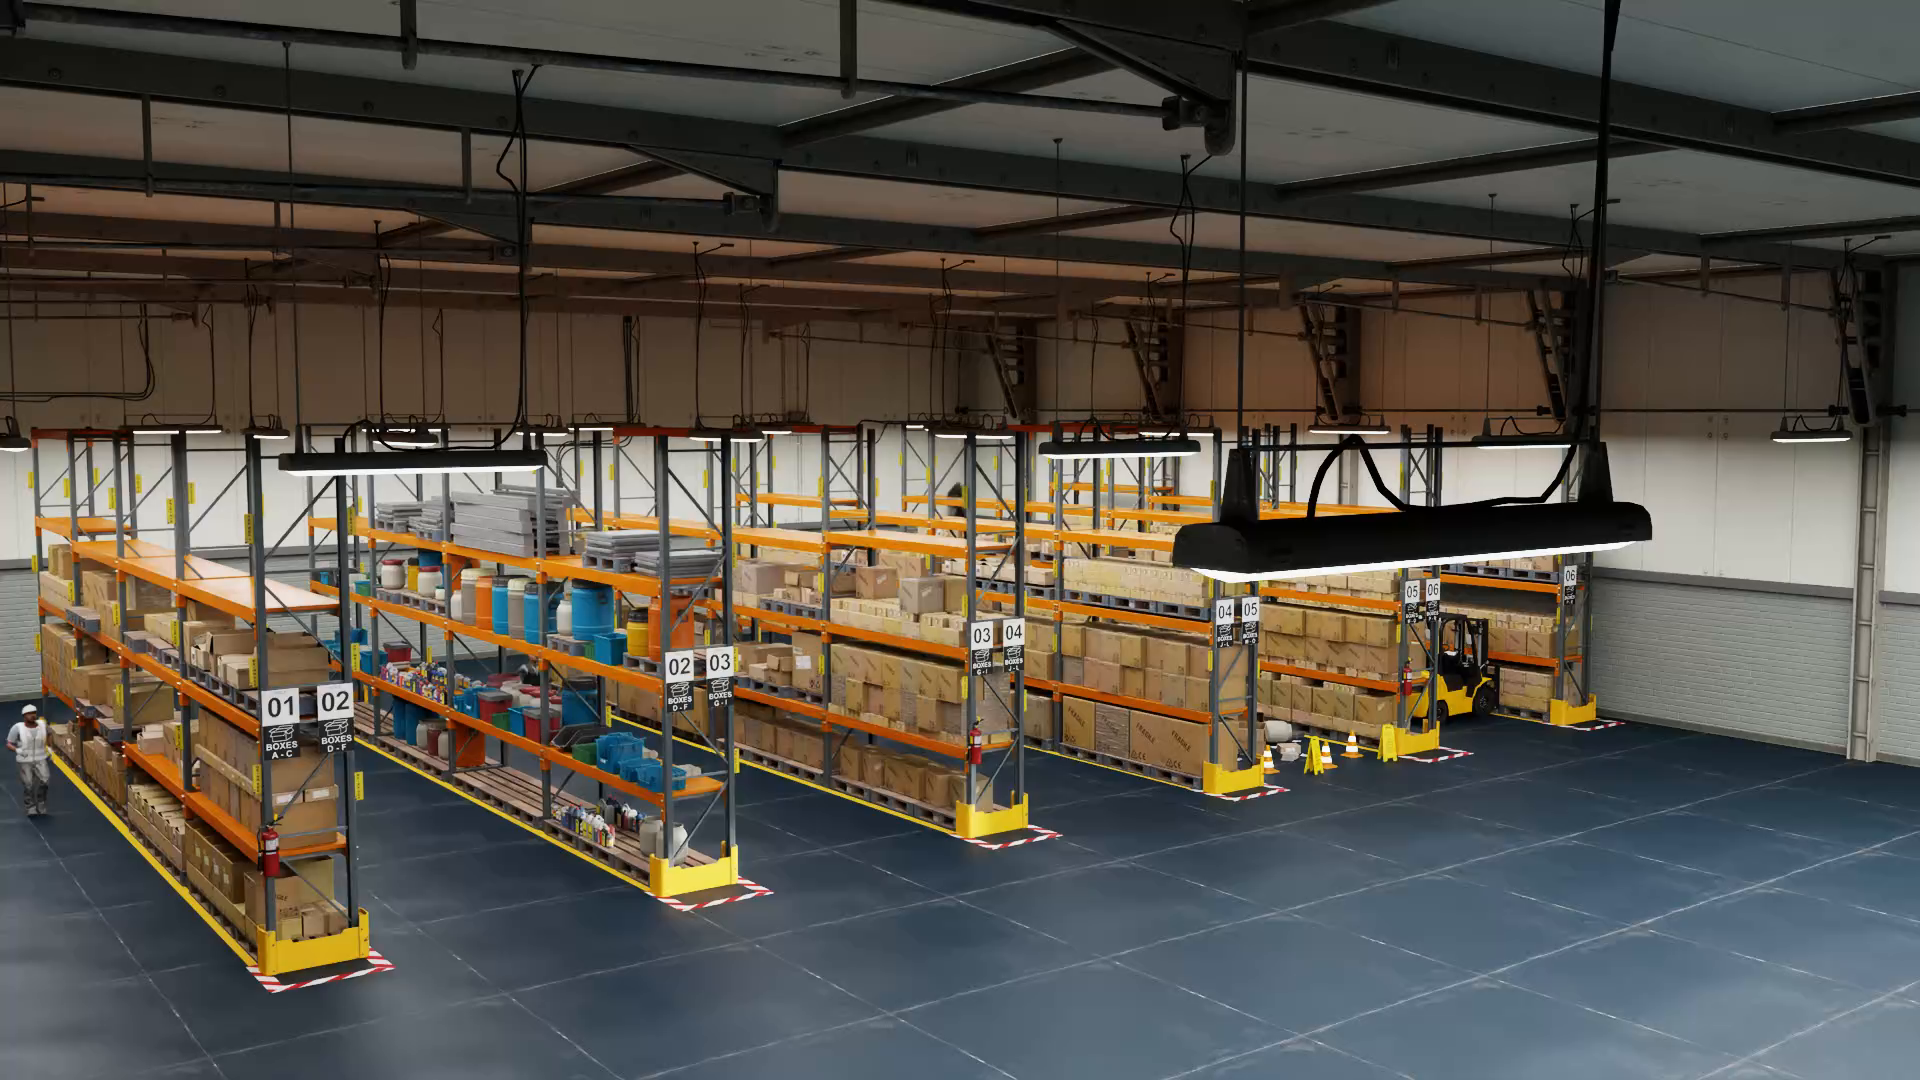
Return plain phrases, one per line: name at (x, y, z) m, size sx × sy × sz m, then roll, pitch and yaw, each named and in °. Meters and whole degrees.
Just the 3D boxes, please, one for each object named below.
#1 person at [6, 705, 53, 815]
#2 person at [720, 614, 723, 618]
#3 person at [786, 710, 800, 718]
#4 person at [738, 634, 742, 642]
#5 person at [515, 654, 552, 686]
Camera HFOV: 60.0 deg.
person at (-14.368, 3.425, 25.761) m, size 0.682 × 1.752 × 0.628 m, roll -4°, pitch 6°, yaw -40°
person at (-5.924, 2.305, 41.604) m, size 0.642 × 1.561 × 0.665 m, roll -1°, pitch 5°, yaw -18°
person at (-3.257, 2.971, 32.609) m, size 0.653 × 1.649 × 0.638 m, roll -3°, pitch 5°, yaw -30°
person at (-5.237, 2.584, 37.832) m, size 0.608 × 1.591 × 0.545 m, roll -2°, pitch 5°, yaw -28°
person at (-8.101, 2.960, 31.697) m, size 0.650 × 1.728 × 0.940 m, roll -4°, pitch 6°, yaw -43°
